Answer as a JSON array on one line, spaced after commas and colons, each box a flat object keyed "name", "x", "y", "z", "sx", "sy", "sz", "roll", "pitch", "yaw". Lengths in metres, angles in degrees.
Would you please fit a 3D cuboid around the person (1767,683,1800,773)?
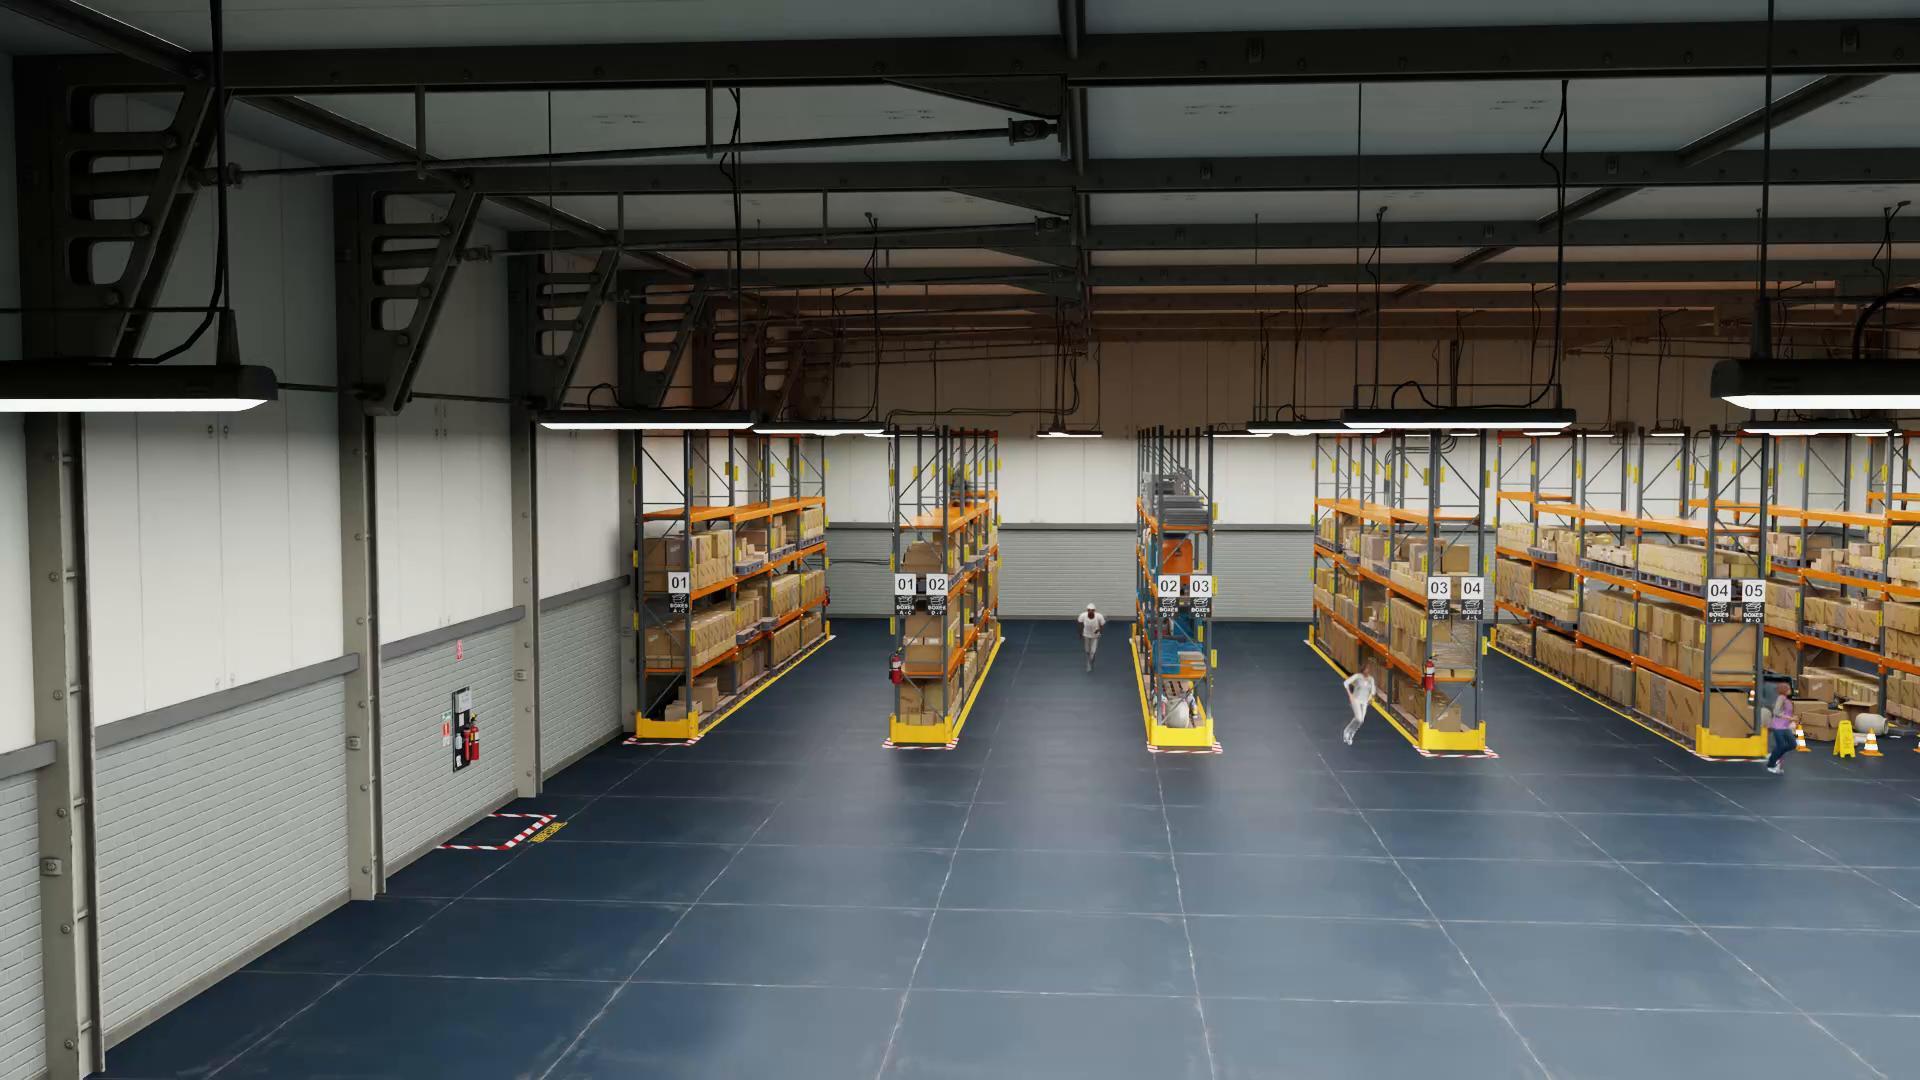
[{"name": "person", "x": 14.112, "y": 3.235, "z": 28.482, "sx": 0.553, "sy": 1.548, "sz": 0.519, "roll": 3, "pitch": 5, "yaw": 44}]

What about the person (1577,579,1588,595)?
[{"name": "person", "x": 17.706, "y": 1.970, "z": 47.362, "sx": 0.924, "sy": 1.768, "sz": 0.668, "roll": 0, "pitch": 3, "yaw": 3}]

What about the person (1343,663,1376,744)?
[{"name": "person", "x": 7.523, "y": 3.071, "z": 31.230, "sx": 0.571, "sy": 1.547, "sz": 0.554, "roll": -1, "pitch": 4, "yaw": -17}]

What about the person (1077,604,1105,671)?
[{"name": "person", "x": 3.263, "y": 2.412, "z": 41.352, "sx": 0.691, "sy": 1.692, "sz": 0.744, "roll": 0, "pitch": 3, "yaw": 5}]
